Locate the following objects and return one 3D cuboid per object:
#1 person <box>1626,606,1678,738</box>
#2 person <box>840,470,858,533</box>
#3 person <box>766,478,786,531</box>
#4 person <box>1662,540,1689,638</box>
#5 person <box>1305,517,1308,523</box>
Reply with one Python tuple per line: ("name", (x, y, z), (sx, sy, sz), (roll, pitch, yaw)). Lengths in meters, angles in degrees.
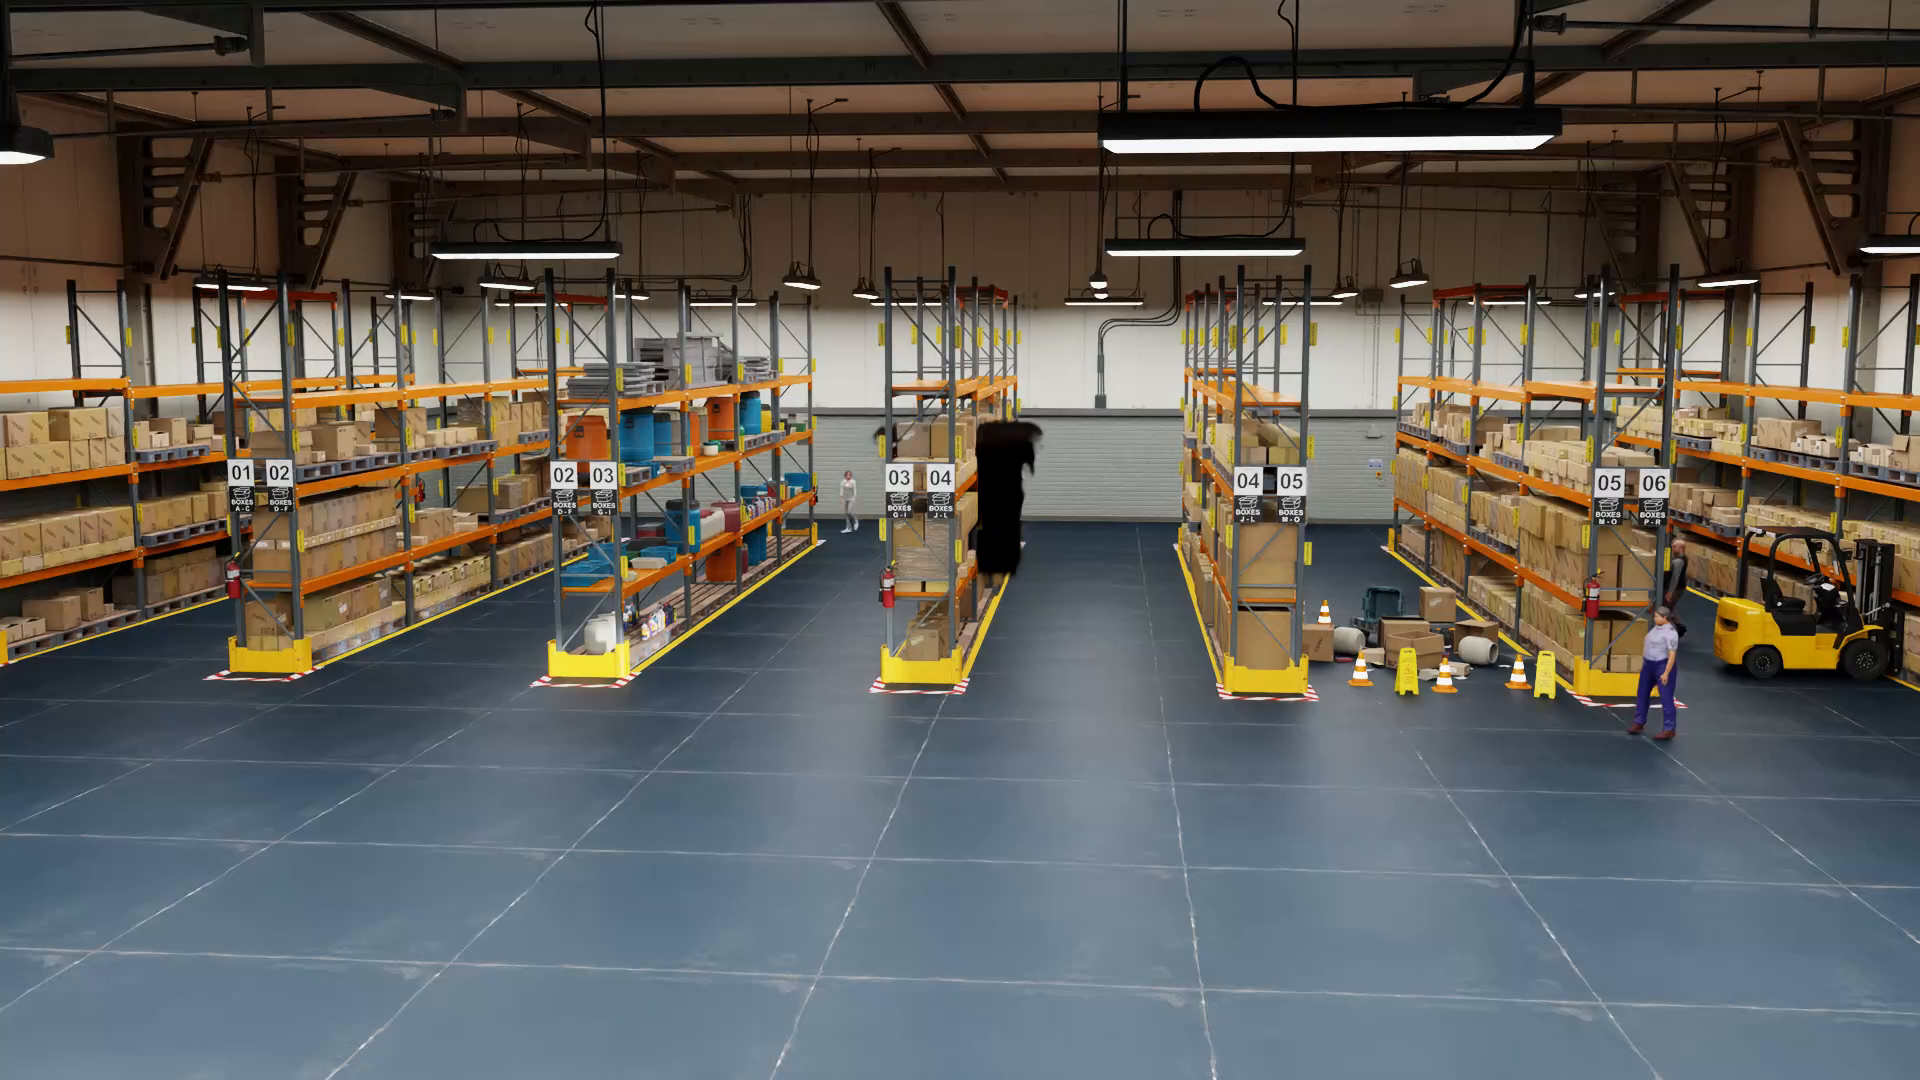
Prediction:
("person", (8.754, 1.646, 20.941), (0.463, 1.646, 0.542), (-3, 8, -23))
("person", (-2.853, -0.994, 42.724), (0.415, 1.603, 0.441), (5, 9, 36))
("person", (-4.747, -1.056, 43.058), (0.517, 1.617, 1.019), (1, 7, 8))
("person", (11.700, 0.842, 27.378), (0.557, 1.718, 0.559), (-6, 9, -39))
("person", (8.644, -1.158, 43.572), (0.922, 1.729, 0.584), (-1, 7, -12))
